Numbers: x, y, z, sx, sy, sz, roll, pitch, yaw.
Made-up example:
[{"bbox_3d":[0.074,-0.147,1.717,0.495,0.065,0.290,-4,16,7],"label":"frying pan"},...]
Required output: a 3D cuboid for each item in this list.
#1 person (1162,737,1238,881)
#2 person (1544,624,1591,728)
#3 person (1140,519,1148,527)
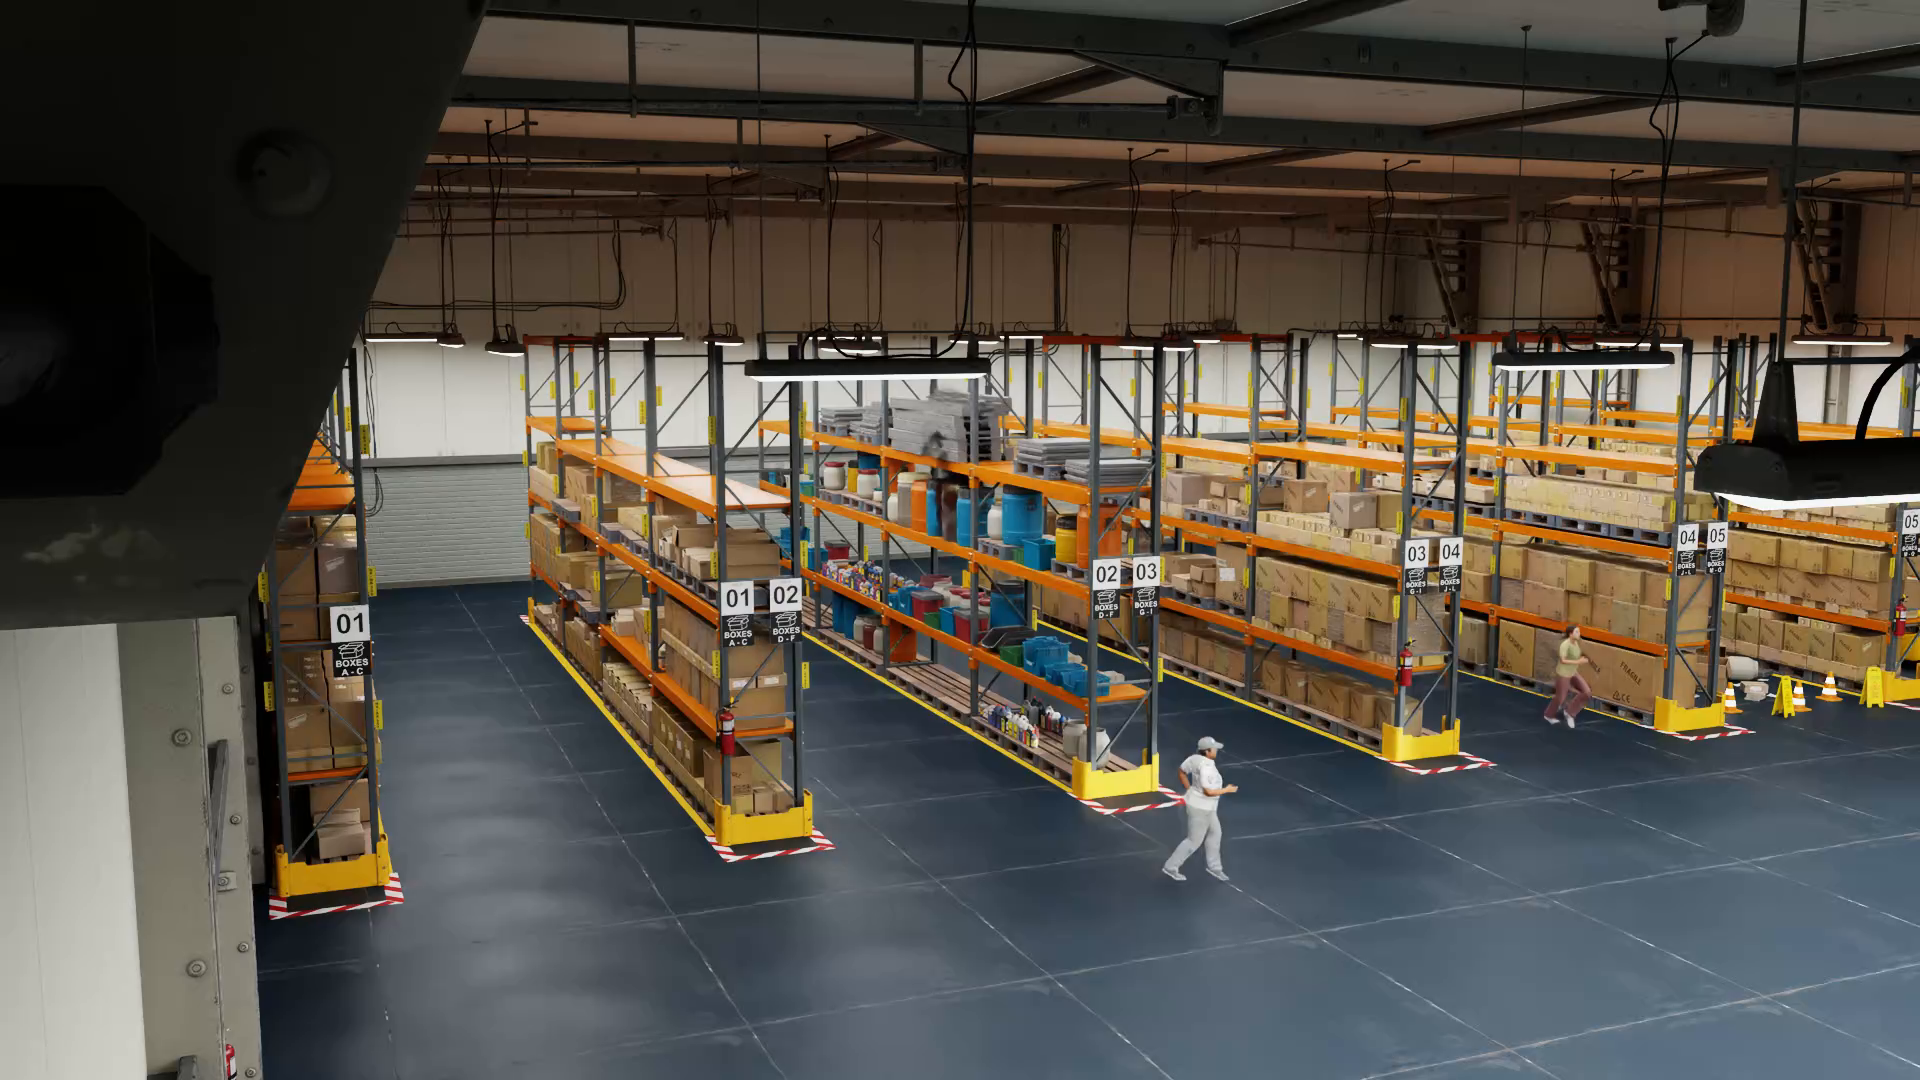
[{"bbox_3d":[2.684,3.049,18.669,0.836,1.716,0.564,0,8,0],"label":"person"},{"bbox_3d":[9.388,2.089,25.714,0.606,1.639,0.777,-6,10,-38],"label":"person"},{"bbox_3d":[4.506,0.032,41.320,0.701,1.675,0.571,-3,8,-24],"label":"person"}]
